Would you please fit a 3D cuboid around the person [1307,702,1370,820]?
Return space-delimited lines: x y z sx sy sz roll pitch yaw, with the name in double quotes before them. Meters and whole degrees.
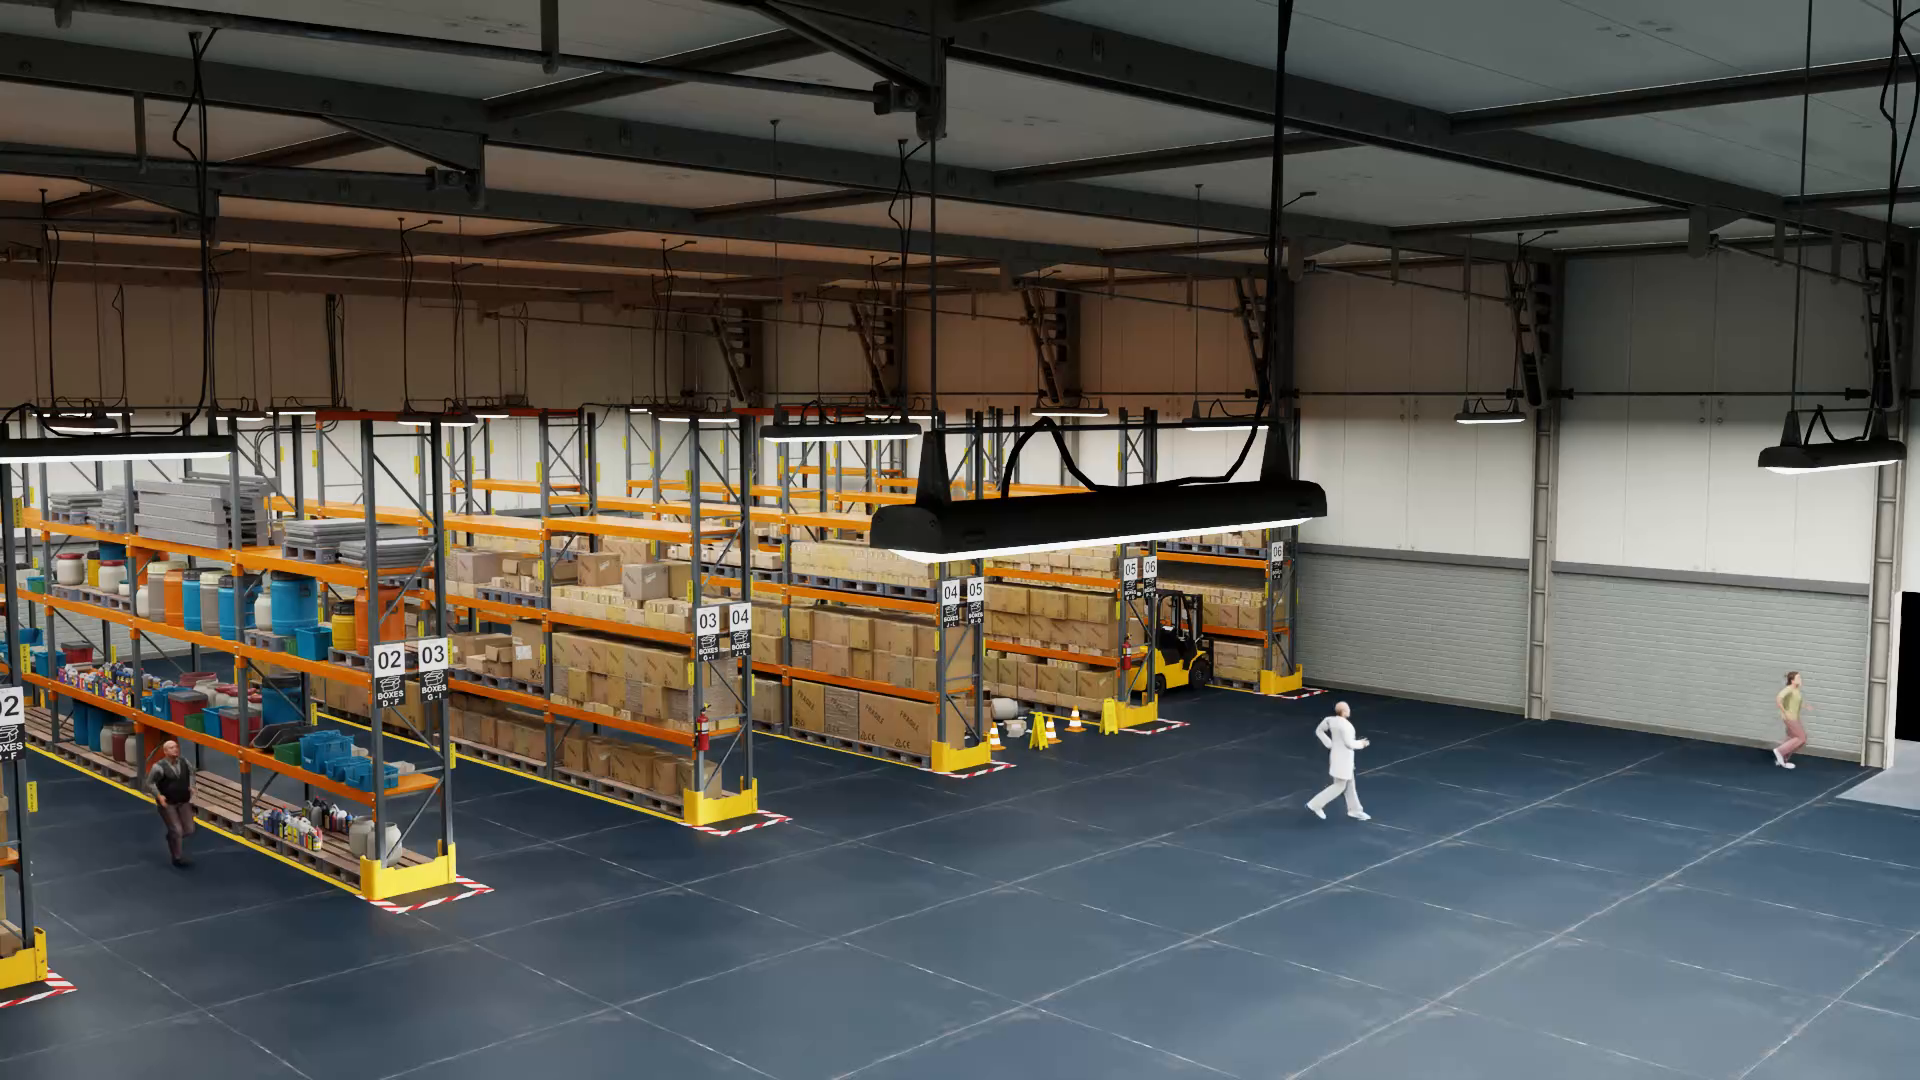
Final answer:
"person" 5.588 3.270 24.444 1.049 1.796 0.707 -1 5 -11

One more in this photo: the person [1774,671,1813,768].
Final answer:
"person" 14.080 3.029 28.069 0.538 1.637 0.565 4 6 38

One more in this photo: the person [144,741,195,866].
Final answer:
"person" -10.563 3.518 22.297 0.640 1.680 0.651 4 6 37
